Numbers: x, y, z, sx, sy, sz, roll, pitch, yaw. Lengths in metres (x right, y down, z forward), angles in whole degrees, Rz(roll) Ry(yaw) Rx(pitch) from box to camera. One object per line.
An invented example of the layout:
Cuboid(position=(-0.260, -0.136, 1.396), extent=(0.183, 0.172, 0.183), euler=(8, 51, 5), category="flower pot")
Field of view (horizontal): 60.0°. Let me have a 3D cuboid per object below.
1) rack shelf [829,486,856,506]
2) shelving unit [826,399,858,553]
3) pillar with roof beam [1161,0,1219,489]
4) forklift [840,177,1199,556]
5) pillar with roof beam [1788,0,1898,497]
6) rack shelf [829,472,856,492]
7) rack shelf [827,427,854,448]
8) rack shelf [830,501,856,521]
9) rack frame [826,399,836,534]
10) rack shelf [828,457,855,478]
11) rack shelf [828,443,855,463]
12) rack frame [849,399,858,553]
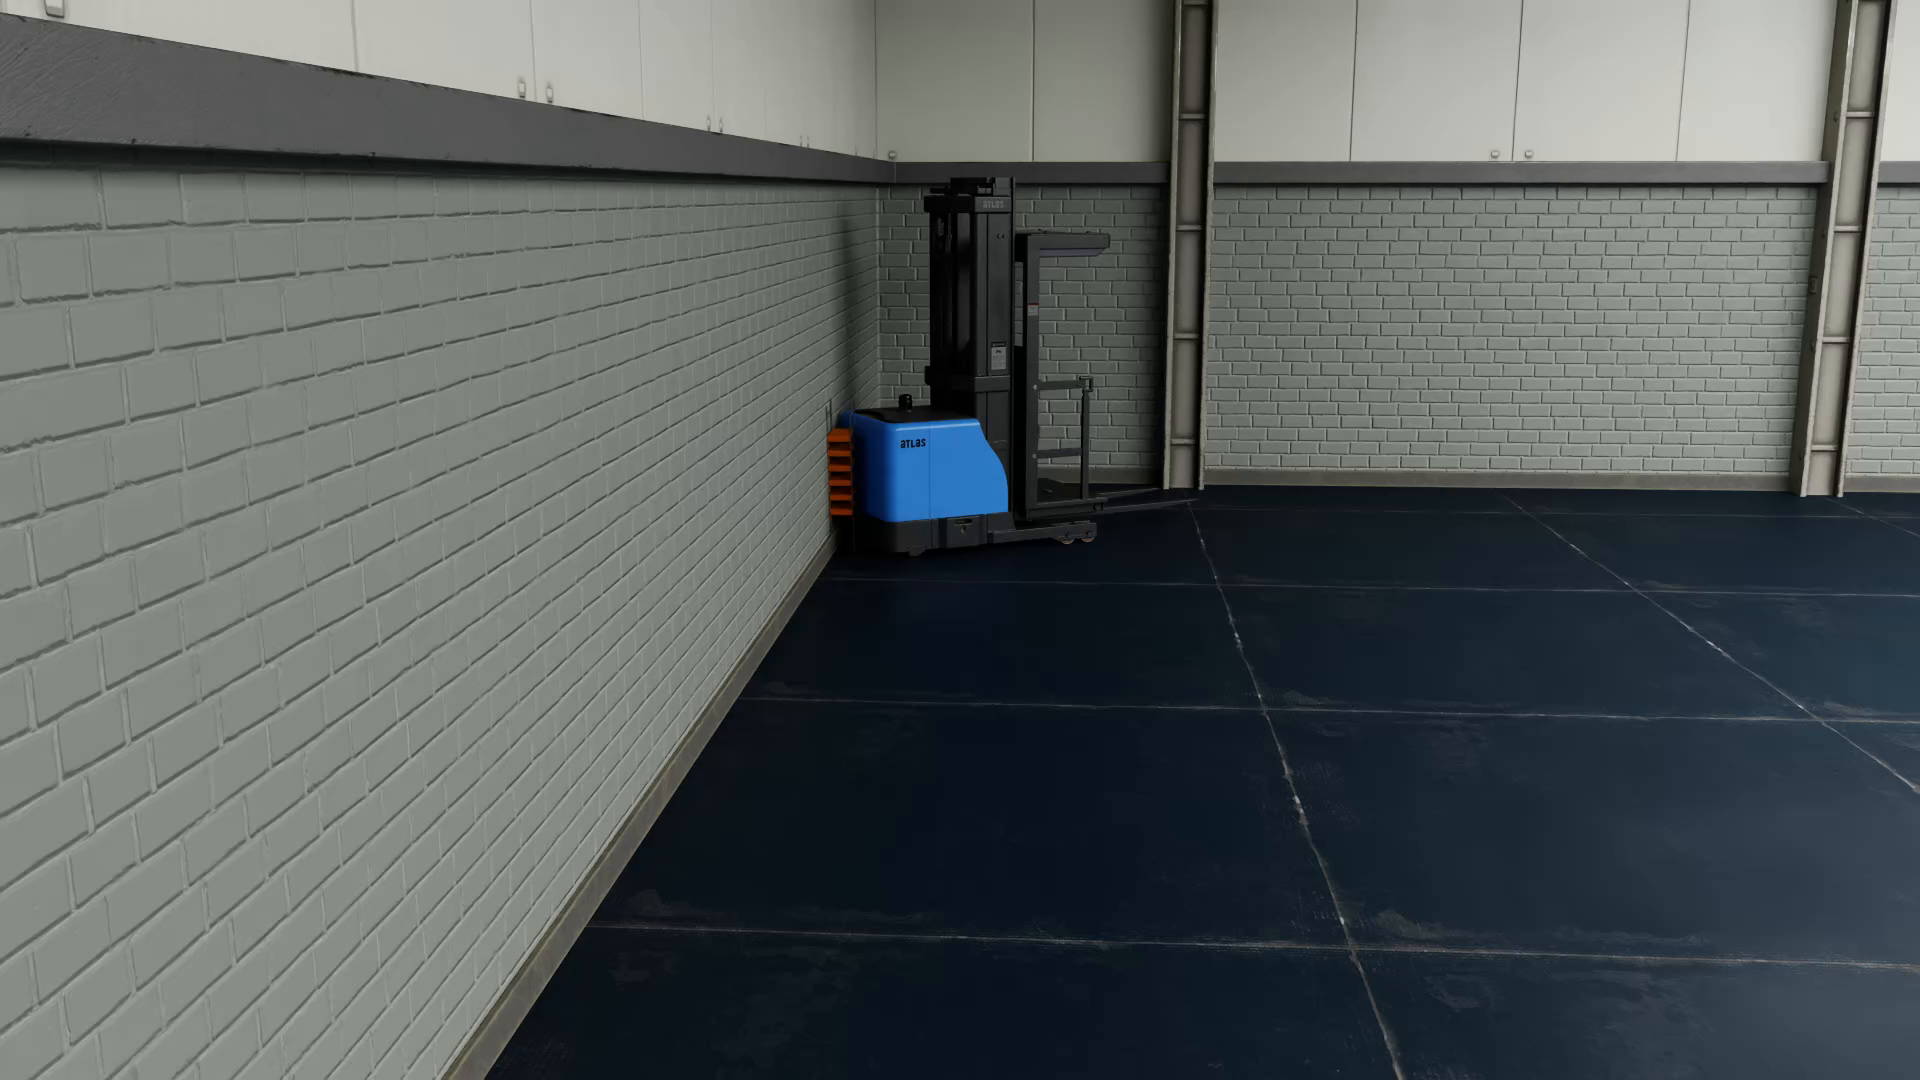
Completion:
Cuboid(position=(-0.932, -0.350, 13.267), extent=(0.180, 0.103, 0.258), euler=(1, 18, 4), category="rack shelf")
Cuboid(position=(-0.934, -0.506, 13.215), extent=(0.189, 1.200, 0.258), euler=(1, 18, 4), category="shelving unit")
Cuboid(position=(1.888, -4.050, 11.149), extent=(0.400, 9.000, 9.100), euler=(1, 12, 4), category="pillar with roof beam")
Cuboid(position=(0.563, -1.492, 13.741), extent=(3.031, 2.935, 1.130), euler=(-6, 13, -26), category="forklift")
Cuboid(position=(7.875, -3.968, 10.757), extent=(0.400, 9.000, 9.100), euler=(1, 12, 4), category="pillar with roof beam")
Cuboid(position=(-0.933, -0.464, 13.230), extent=(0.180, 0.103, 0.258), euler=(1, 18, 4), category="rack shelf")
Cuboid(position=(-0.936, -0.806, 13.116), extent=(0.180, 0.103, 0.258), euler=(1, 18, 4), category="rack shelf")
Cuboid(position=(-0.931, -0.237, 13.305), extent=(0.180, 0.103, 0.258), euler=(1, 18, 4), category="rack shelf")
Cuboid(position=(-1.025, -0.508, 13.222), extent=(0.006, 1.200, 0.240), euler=(1, 18, 4), category="rack frame")
Cuboid(position=(-0.934, -0.578, 13.192), extent=(0.180, 0.103, 0.258), euler=(1, 18, 4), category="rack shelf")
Cuboid(position=(-0.935, -0.692, 13.154), extent=(0.180, 0.103, 0.258), euler=(1, 18, 4), category="rack shelf")
Cuboid(position=(-0.842, -0.505, 13.208), extent=(0.006, 1.200, 0.240), euler=(1, 18, 4), category="rack frame")
